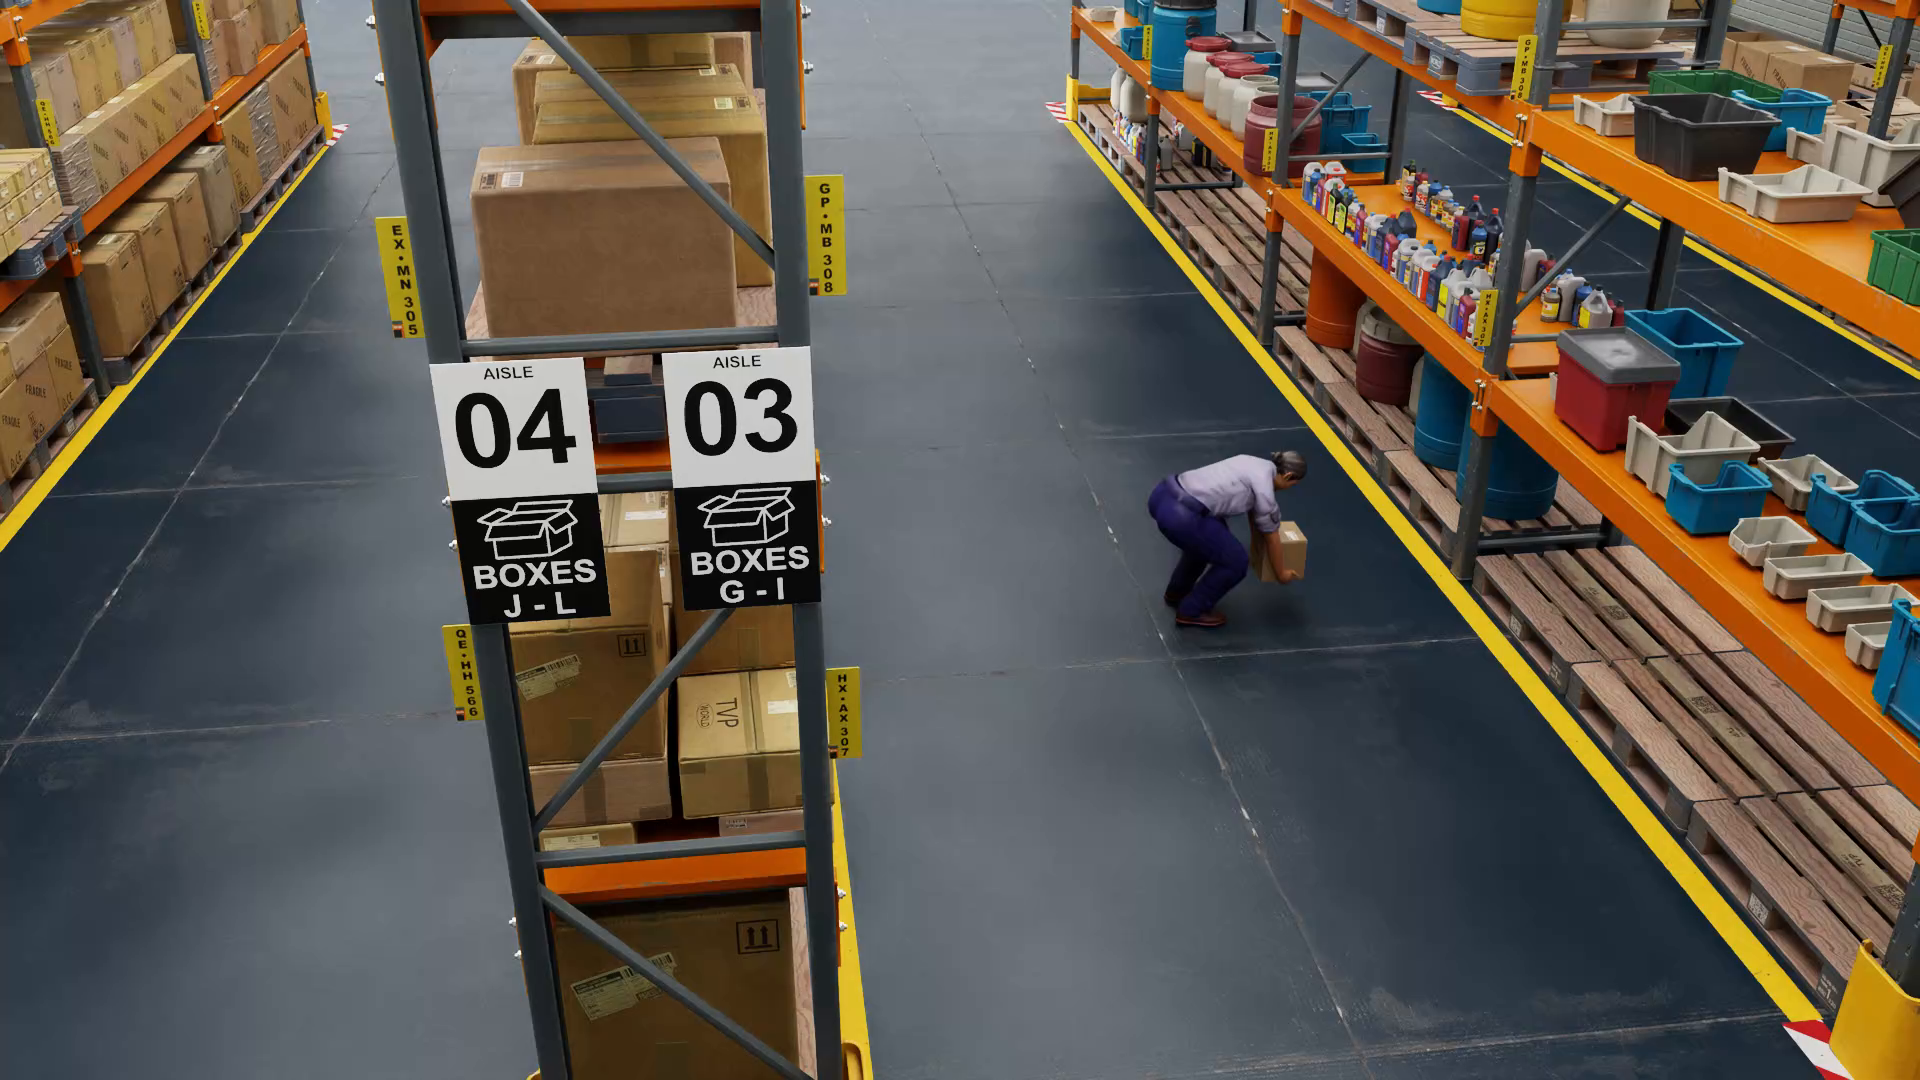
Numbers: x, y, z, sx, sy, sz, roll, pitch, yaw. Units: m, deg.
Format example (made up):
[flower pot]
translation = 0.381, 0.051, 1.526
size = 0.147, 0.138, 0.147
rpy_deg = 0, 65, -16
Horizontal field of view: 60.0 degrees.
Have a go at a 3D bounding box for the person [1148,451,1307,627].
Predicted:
[person]
translation = 1.508, -0.032, 9.435
size = 0.891, 0.975, 0.519
rpy_deg = -5, 28, -9
